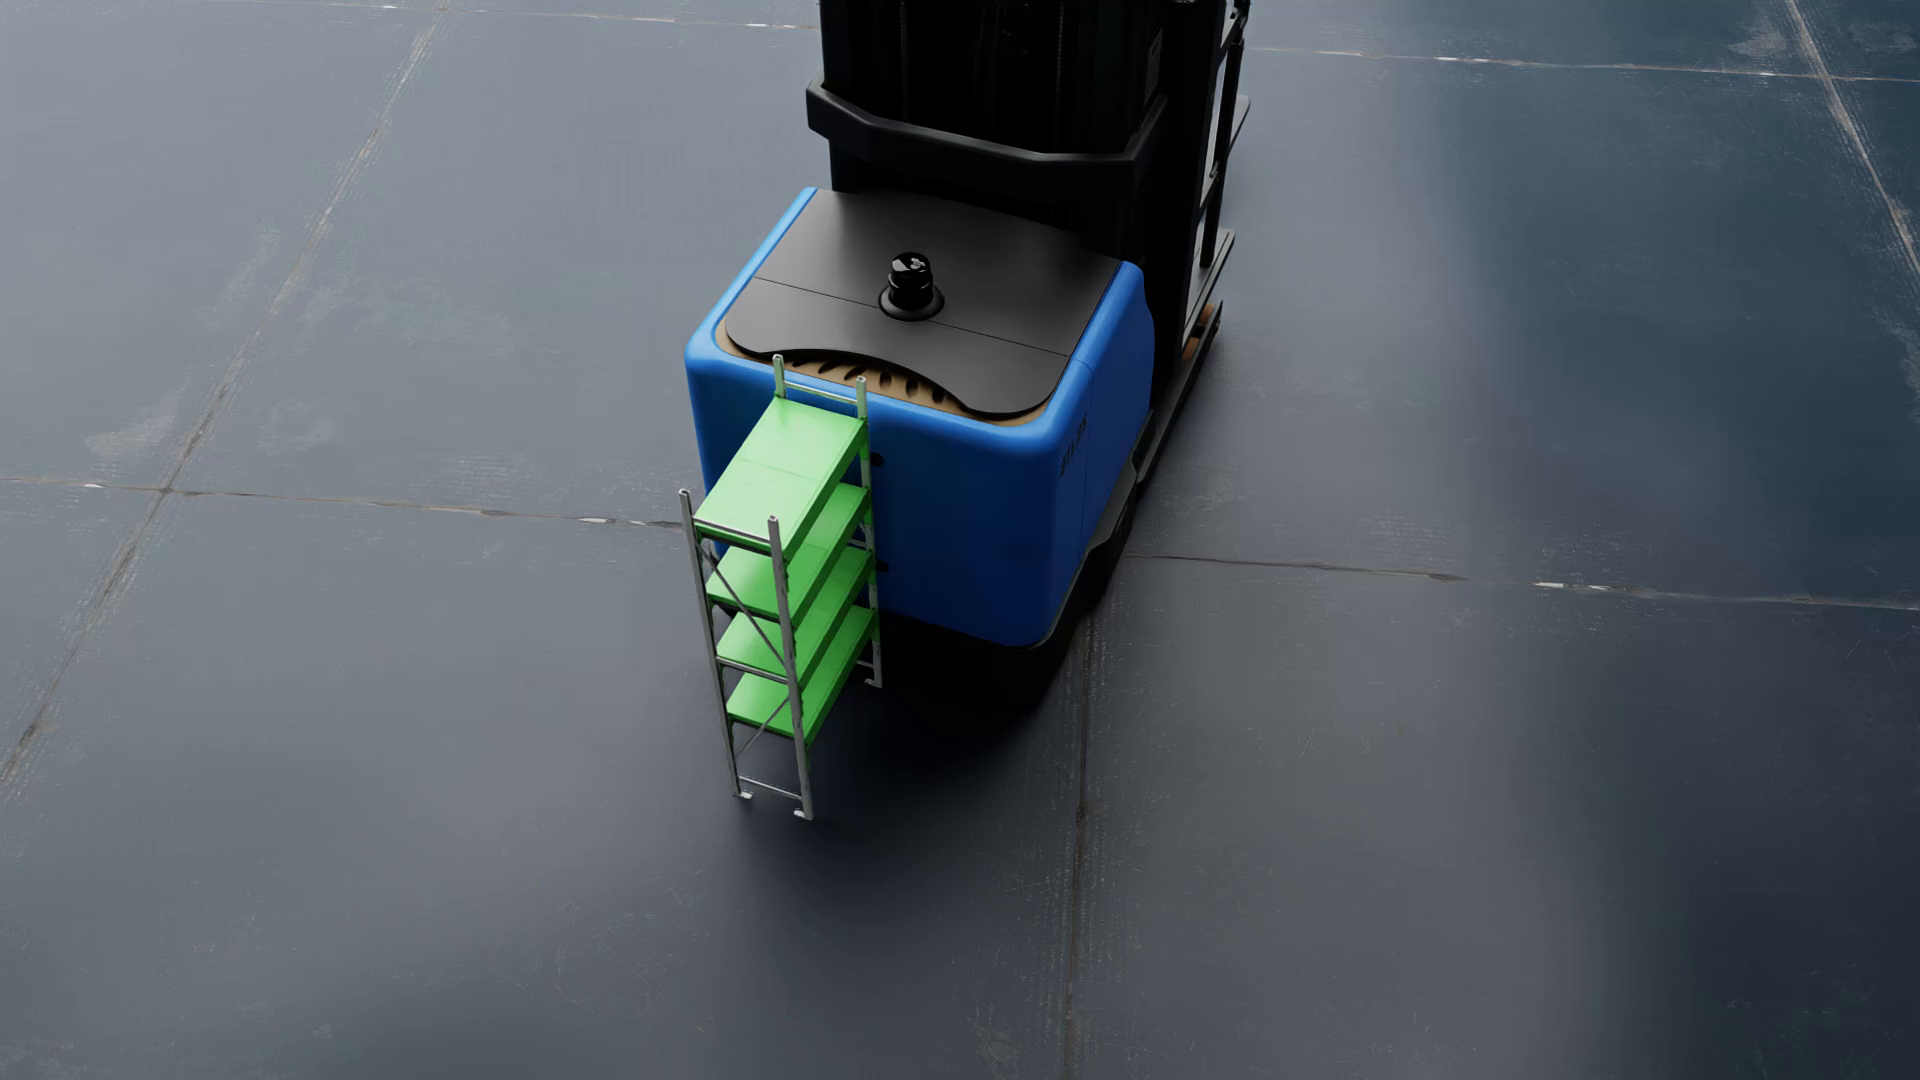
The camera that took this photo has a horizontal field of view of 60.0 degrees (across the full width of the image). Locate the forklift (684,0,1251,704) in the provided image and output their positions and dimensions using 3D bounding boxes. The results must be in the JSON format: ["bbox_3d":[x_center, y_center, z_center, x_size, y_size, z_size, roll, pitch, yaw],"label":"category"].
[{"bbox_3d":[0.277,-1.633,4.757,1.130,2.935,3.031,16,50,14],"label":"forklift"}]

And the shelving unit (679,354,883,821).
[{"bbox_3d":[-0.428,0.159,4.292,0.258,1.200,0.503,16,50,14],"label":"shelving unit"}]

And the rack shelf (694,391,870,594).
[{"bbox_3d":[-0.428,-0.122,3.985,0.258,0.148,0.480,16,50,14],"label":"rack shelf"}]

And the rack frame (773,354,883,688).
[{"bbox_3d":[-0.340,-0.009,4.445,0.240,1.200,0.015,16,50,14],"label":"rack frame"}]

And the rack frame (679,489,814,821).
[{"bbox_3d":[-0.516,0.327,4.138,0.240,1.200,0.015,16,50,14],"label":"rack frame"}]

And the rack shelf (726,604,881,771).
[{"bbox_3d":[-0.428,0.364,4.516,0.258,0.148,0.480,16,50,14],"label":"rack shelf"}]

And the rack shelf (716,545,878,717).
[{"bbox_3d":[-0.428,0.202,4.339,0.258,0.148,0.480,16,50,14],"label":"rack shelf"}]

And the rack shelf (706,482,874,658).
[{"bbox_3d":[-0.428,0.040,4.162,0.258,0.148,0.480,16,50,14],"label":"rack shelf"}]
